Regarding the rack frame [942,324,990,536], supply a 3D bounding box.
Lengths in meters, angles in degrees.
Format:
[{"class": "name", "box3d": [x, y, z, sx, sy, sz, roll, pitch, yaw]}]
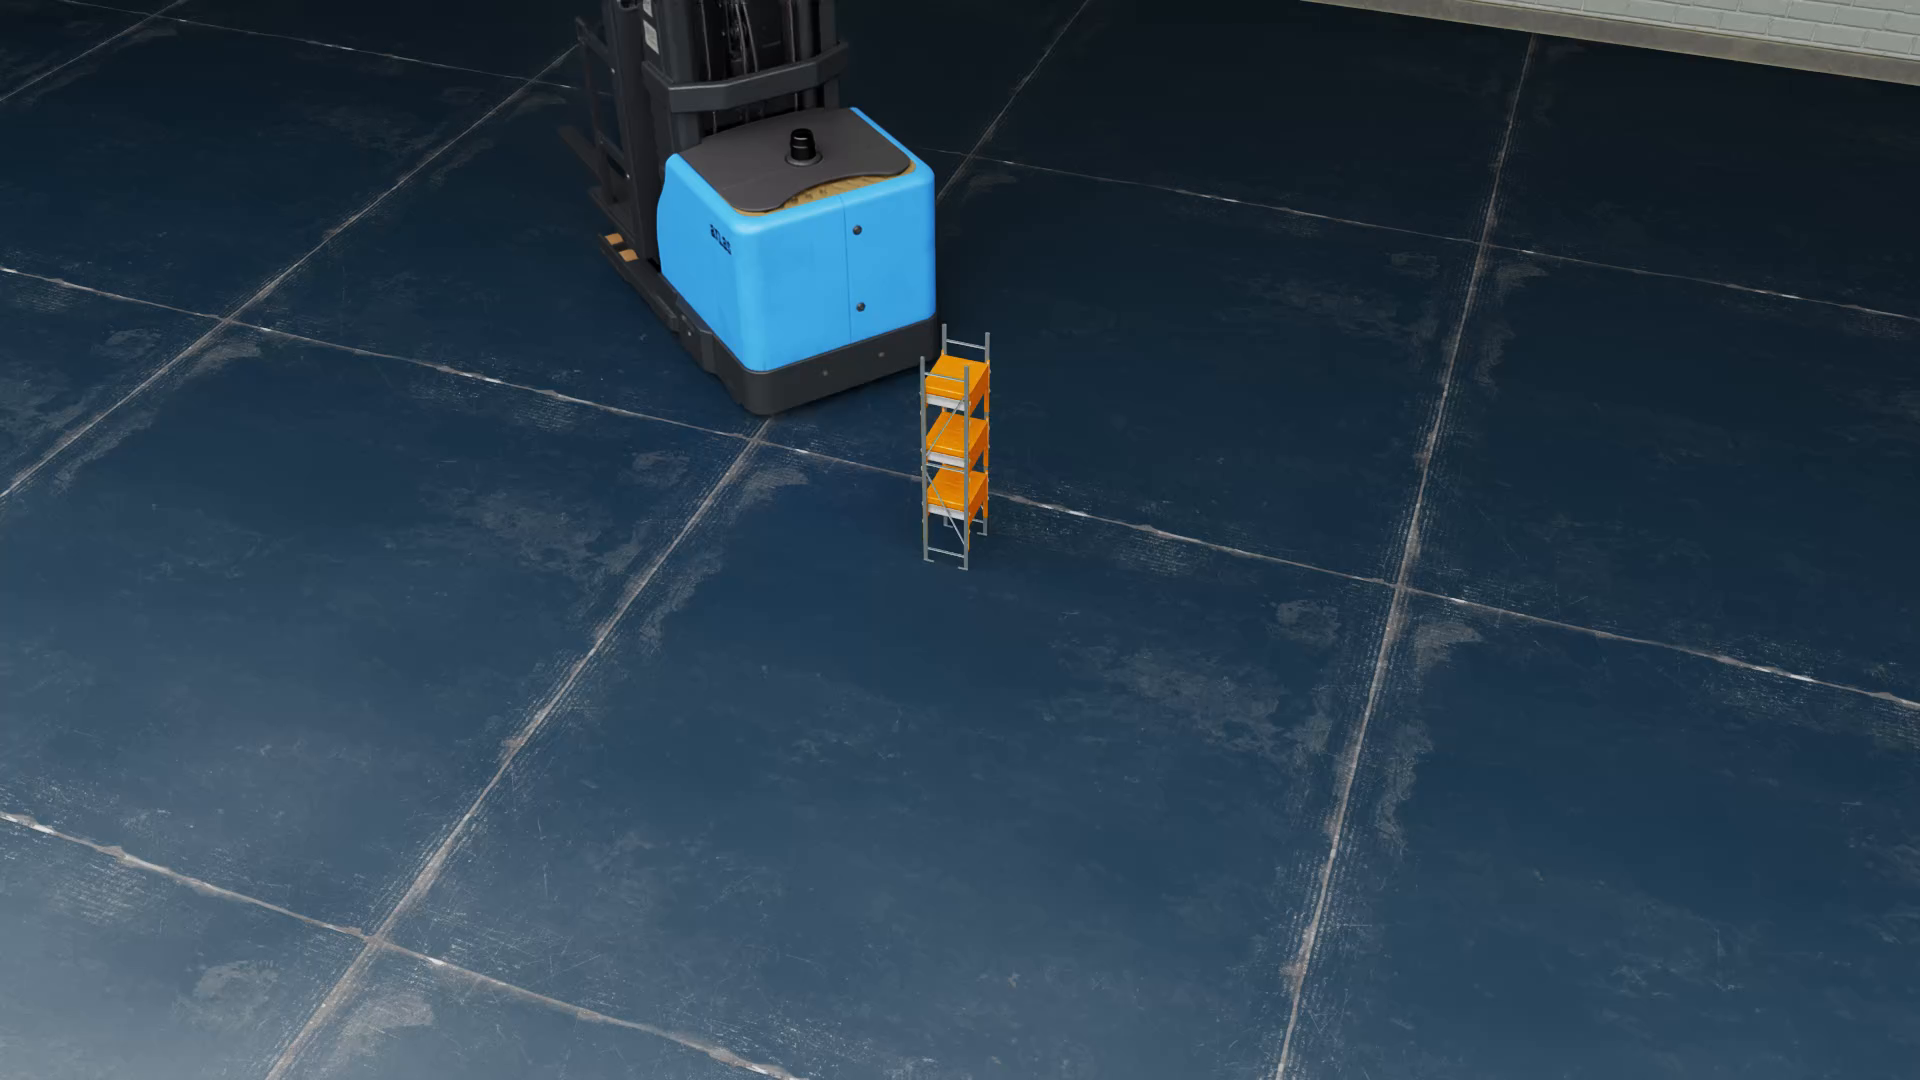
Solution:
[{"class": "rack frame", "box3d": [0.023, -0.441, 6.958, 0.200, 1.050, 0.008, 13, 42, 15]}]

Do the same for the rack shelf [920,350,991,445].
[{"class": "rack shelf", "box3d": [-0.018, -0.575, 6.694, 0.215, 0.259, 0.240, 13, 42, 15]}]

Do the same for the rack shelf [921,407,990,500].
[{"class": "rack shelf", "box3d": [-0.018, -0.359, 6.878, 0.215, 0.259, 0.240, 13, 42, 15]}]

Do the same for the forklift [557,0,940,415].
[{"class": "forklift", "box3d": [-1.292, -2.639, 8.085, 1.130, 2.935, 3.031, -21, 45, -23]}]

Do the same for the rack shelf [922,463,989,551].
[{"class": "rack shelf", "box3d": [-0.018, -0.147, 7.058, 0.215, 0.259, 0.240, 13, 42, 15]}]

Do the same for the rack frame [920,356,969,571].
[{"class": "rack frame", "box3d": [-0.060, -0.292, 6.784, 0.200, 1.050, 0.008, 13, 42, 15]}]

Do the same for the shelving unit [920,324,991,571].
[{"class": "shelving unit", "box3d": [-0.018, -0.367, 6.871, 0.215, 1.050, 0.252, 13, 42, 15]}]
